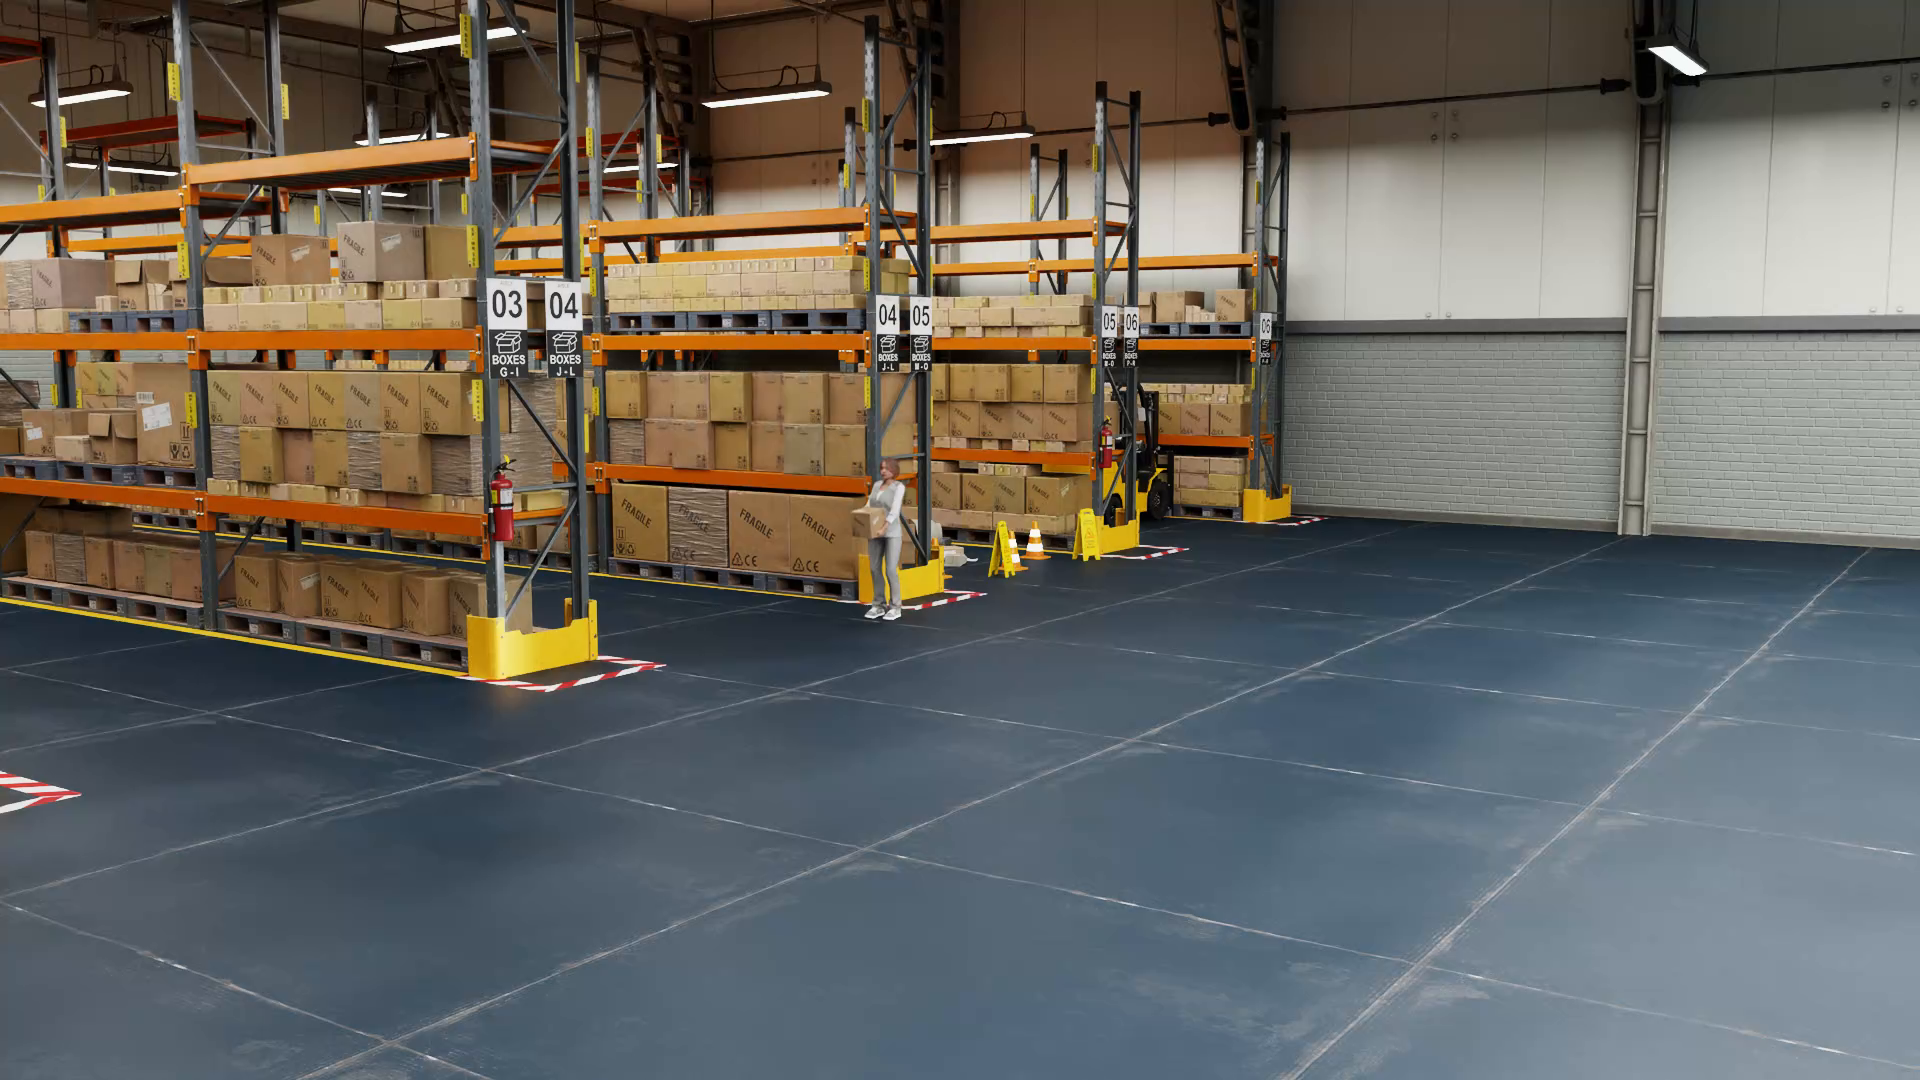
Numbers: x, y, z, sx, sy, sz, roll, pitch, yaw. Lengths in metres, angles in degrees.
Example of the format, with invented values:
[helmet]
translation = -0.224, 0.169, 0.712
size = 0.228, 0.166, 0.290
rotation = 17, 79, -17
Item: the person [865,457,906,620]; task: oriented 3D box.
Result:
[person]
translation = -0.784, -0.011, 16.316
size = 0.404, 1.591, 0.498
rotation = 5, 8, 35
